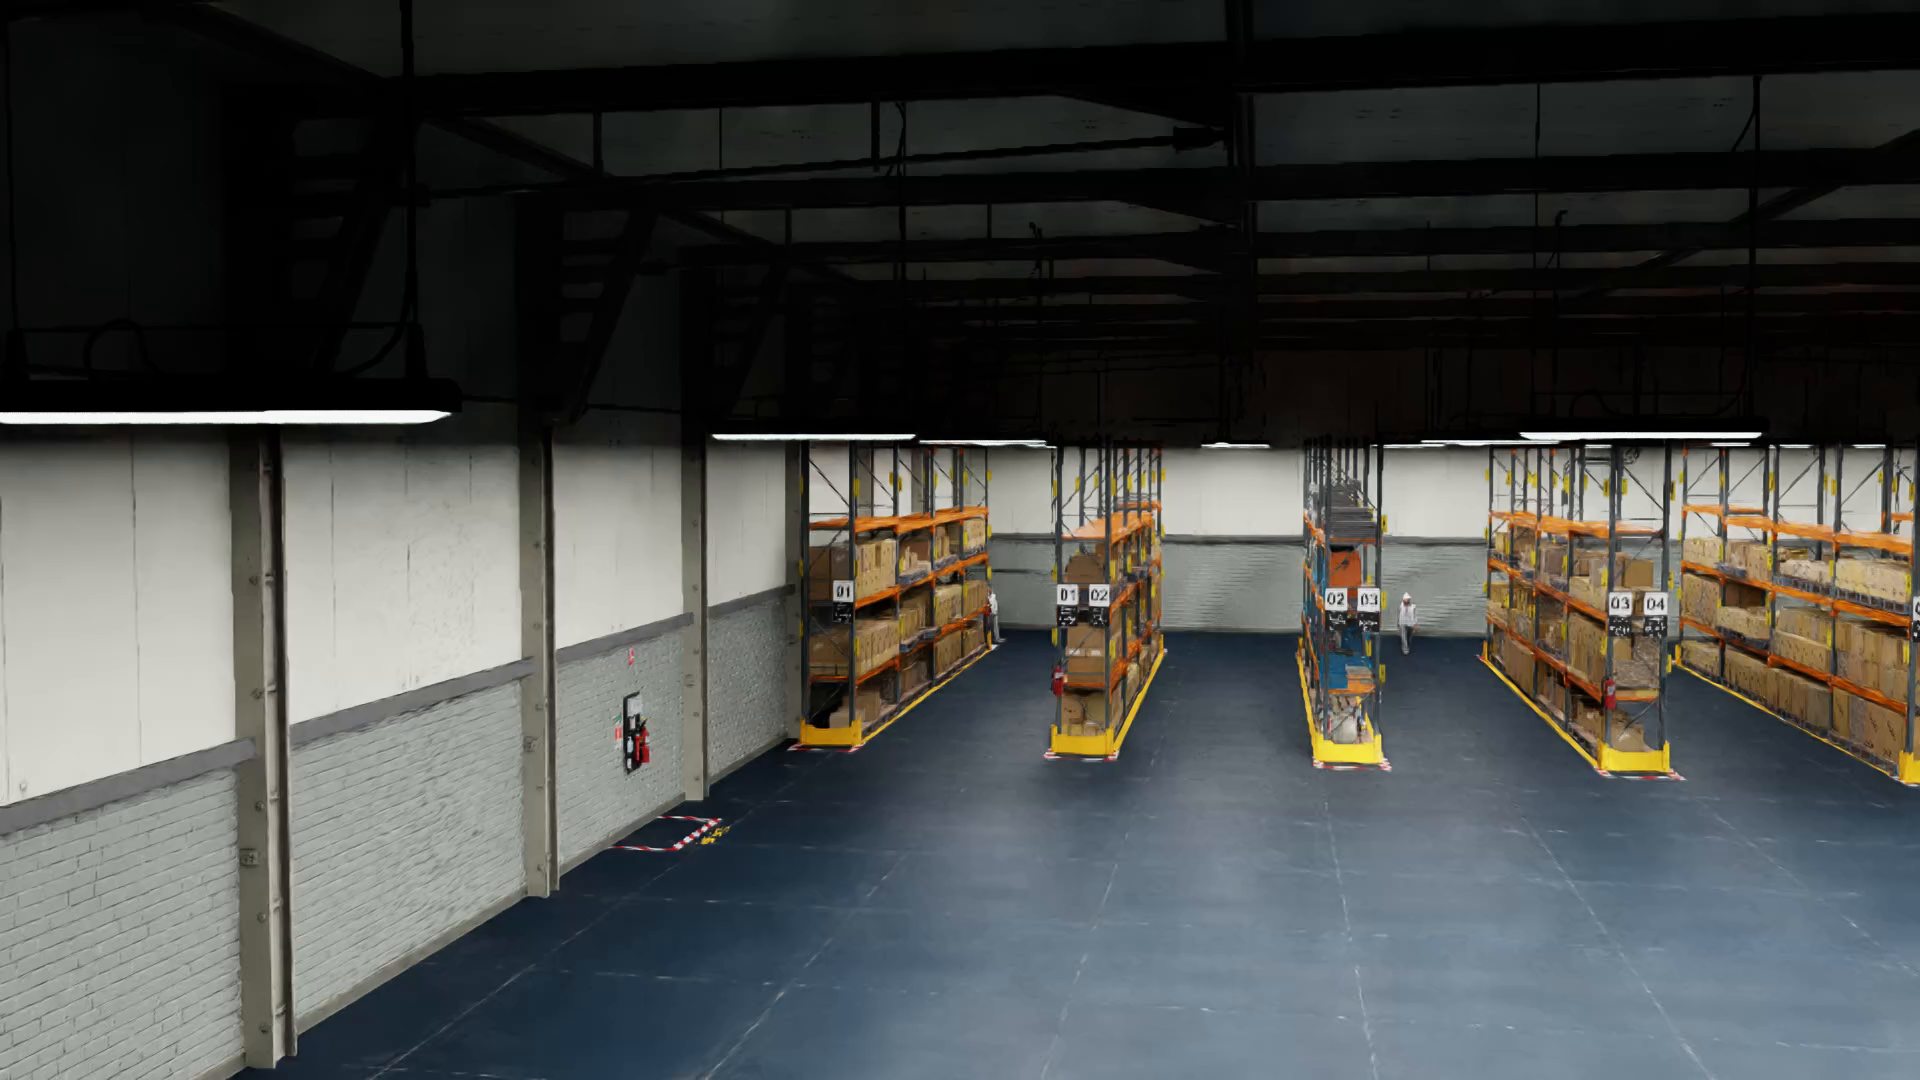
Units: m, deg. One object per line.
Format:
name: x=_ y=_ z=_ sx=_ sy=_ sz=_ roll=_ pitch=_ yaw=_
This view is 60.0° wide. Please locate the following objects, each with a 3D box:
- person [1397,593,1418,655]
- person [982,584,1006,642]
person: x=12.533 y=2.346 z=46.556 sx=0.553 sy=1.725 sz=1.030 roll=0 pitch=3 yaw=9
person: x=0.917 y=2.168 z=49.365 sx=0.772 sy=1.753 sz=0.582 roll=-3 pitch=4 yaw=-43
